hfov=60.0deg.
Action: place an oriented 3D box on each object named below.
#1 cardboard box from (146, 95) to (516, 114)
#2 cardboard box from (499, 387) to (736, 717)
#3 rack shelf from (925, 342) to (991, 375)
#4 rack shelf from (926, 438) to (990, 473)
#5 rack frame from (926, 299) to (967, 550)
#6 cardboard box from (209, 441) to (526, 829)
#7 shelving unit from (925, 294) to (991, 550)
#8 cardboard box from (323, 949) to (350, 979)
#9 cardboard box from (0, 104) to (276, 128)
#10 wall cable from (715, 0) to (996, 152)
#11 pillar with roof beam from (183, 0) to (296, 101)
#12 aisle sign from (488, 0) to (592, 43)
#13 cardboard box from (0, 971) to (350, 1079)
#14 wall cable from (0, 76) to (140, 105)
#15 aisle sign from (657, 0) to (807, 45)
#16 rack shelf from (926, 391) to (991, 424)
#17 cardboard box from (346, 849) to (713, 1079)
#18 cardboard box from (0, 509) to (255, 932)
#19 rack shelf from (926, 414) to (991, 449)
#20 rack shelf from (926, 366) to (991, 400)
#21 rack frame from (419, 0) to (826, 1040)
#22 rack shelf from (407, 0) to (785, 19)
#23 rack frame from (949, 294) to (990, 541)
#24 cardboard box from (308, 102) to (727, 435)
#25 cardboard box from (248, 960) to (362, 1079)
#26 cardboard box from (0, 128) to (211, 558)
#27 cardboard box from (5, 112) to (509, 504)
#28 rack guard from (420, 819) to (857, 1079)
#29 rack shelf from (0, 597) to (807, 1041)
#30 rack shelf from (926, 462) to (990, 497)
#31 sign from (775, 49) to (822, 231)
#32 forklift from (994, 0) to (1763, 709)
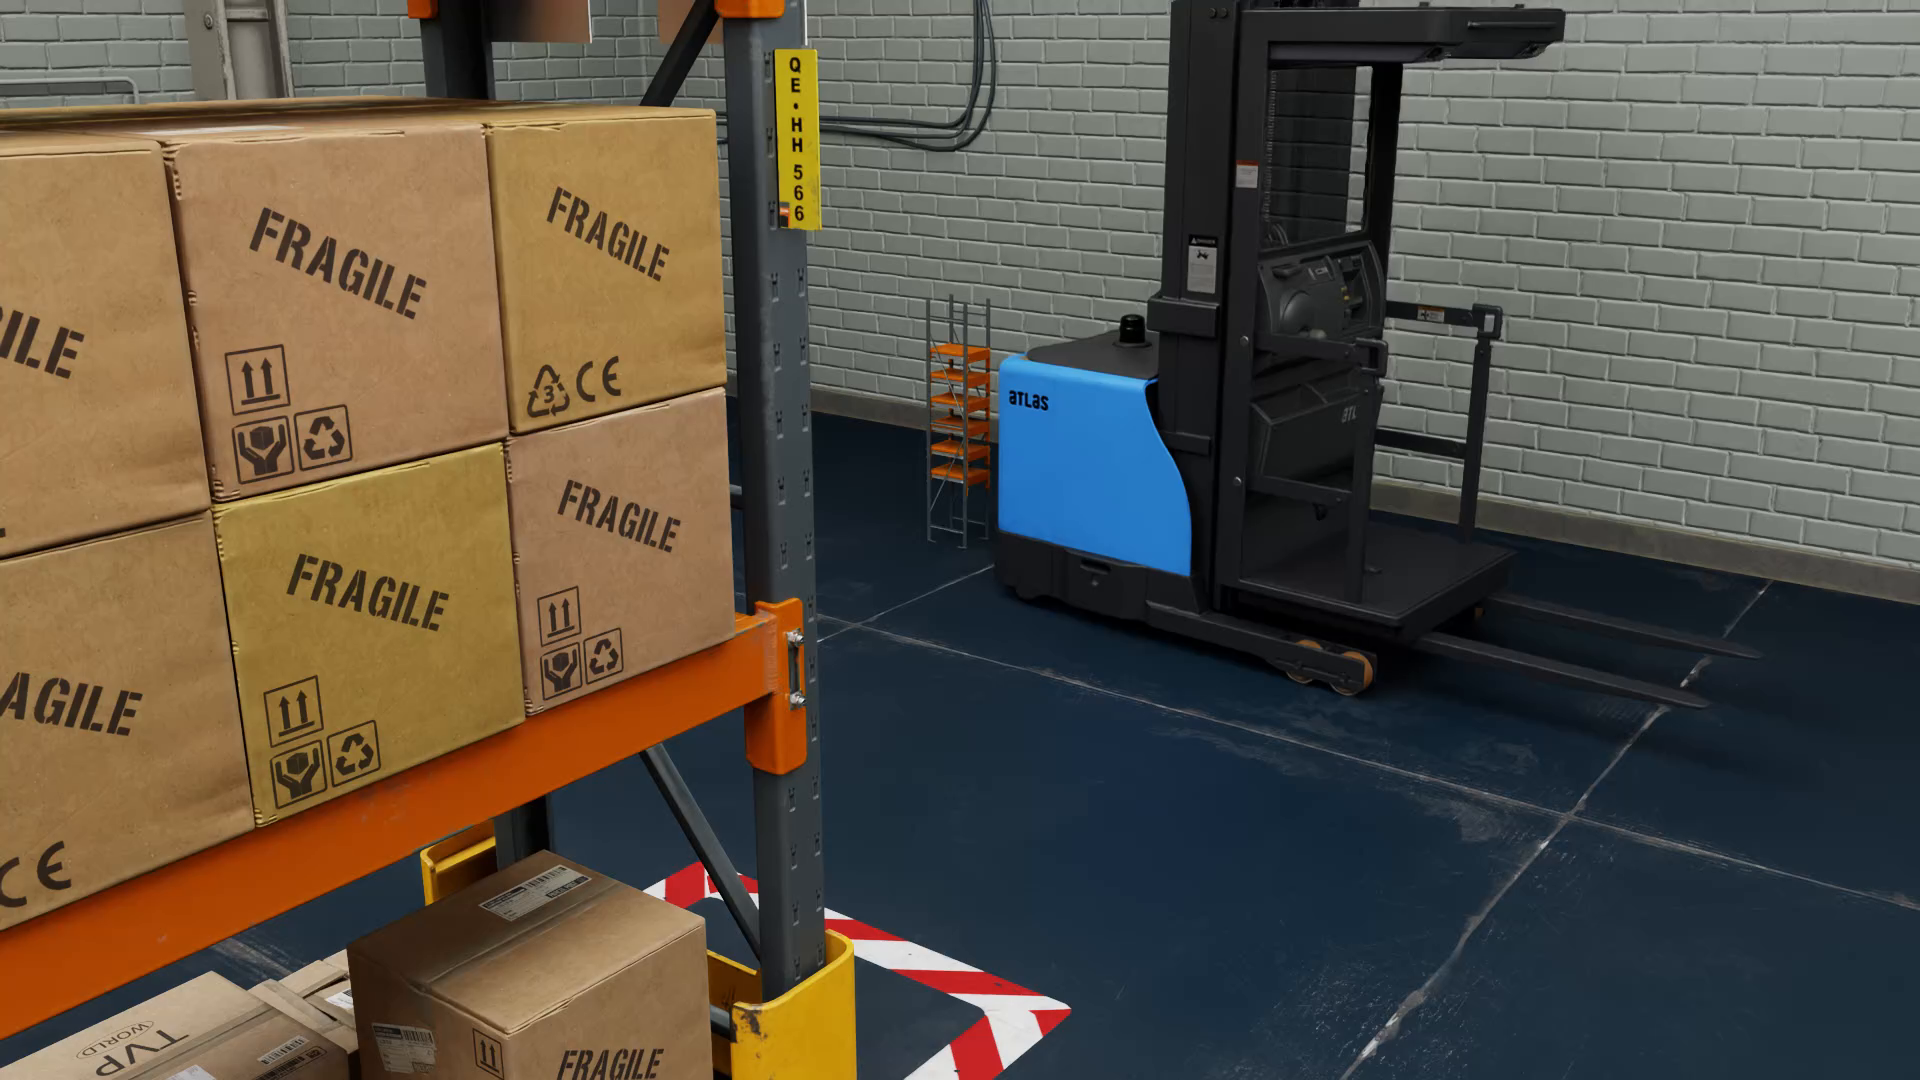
[{"bbox_3d":[-1.210,-0.607,3.286,0.500,0.500,0.500,13,22,36],"label":"cardboard box"},{"bbox_3d":[-0.783,-0.034,3.127,0.500,0.500,0.500,13,22,36],"label":"cardboard box"},{"bbox_3d":[-0.009,-0.871,7.961,0.258,0.103,0.180,12,21,35],"label":"rack shelf"},{"bbox_3d":[-0.009,-0.413,8.103,0.258,0.103,0.180,12,21,35],"label":"rack shelf"},{"bbox_3d":[-0.063,-0.548,7.985,0.240,1.200,0.006,12,21,35],"label":"rack frame"},{"bbox_3d":[-1.089,0.090,2.727,0.500,0.500,0.500,13,21,35],"label":"cardboard box"},{"bbox_3d":[-0.009,-0.570,8.055,0.258,1.200,0.189,12,21,35],"label":"shelving unit"},{"bbox_3d":[-1.260,1.049,3.872,0.380,0.149,0.250,12,21,35],"label":"cardboard box"},{"bbox_3d":[-1.516,-0.481,2.881,0.500,0.500,0.500,13,21,35],"label":"cardboard box"},{"bbox_3d":[-1.058,-3.681,10.161,3.097,2.526,0.112,12,21,35],"label":"wall cable"},{"bbox_3d":[-0.343,-3.916,5.679,9.100,9.000,0.400,12,21,35],"label":"pillar with roof beam"},{"bbox_3d":[-0.930,-1.451,3.474,0.394,0.787,0.004,12,21,35],"label":"aisle sign"},{"bbox_3d":[-1.584,1.161,3.343,0.500,0.250,0.500,12,21,35],"label":"cardboard box"},{"bbox_3d":[-4.712,-1.973,7.825,0.084,1.984,1.851,12,21,35],"label":"wall cable"},{"bbox_3d":[-0.448,-1.345,3.132,0.394,0.787,0.004,12,21,35],"label":"aisle sign"},{"bbox_3d":[-0.009,-0.642,8.032,0.258,0.103,0.180,12,21,35],"label":"rack shelf"},{"bbox_3d":[-0.860,1.016,3.388,0.500,0.500,0.500,12,21,35],"label":"cardboard box"},{"bbox_3d":[-1.391,0.208,2.347,0.500,0.500,0.500,13,21,35],"label":"cardboard box"},{"bbox_3d":[-0.009,-0.527,8.068,0.258,0.103,0.180,12,21,35],"label":"rack shelf"},{"bbox_3d":[-0.009,-0.756,7.997,0.258,0.103,0.180,12,21,35],"label":"rack shelf"},{"bbox_3d":[-0.734,-0.141,3.640,1.000,3.000,0.127,12,21,35],"label":"rack frame"},{"bbox_3d":[-1.926,-0.754,1.768,1.077,0.370,4.000,12,21,35],"label":"rack shelf"},{"bbox_3d":[0.046,-0.591,8.125,0.240,1.200,0.006,12,21,35],"label":"rack frame"},{"bbox_3d":[-0.779,-0.512,2.979,0.500,0.500,0.500,12,21,34],"label":"cardboard box"},{"bbox_3d":[-1.409,1.101,3.677,0.380,0.166,0.250,12,21,35],"label":"cardboard box"},{"bbox_3d":[-1.384,-0.267,2.191,0.500,0.500,0.500,13,22,36],"label":"cardboard box"},{"bbox_3d":[-1.079,-0.391,2.591,0.500,0.500,0.500,13,22,36],"label":"cardboard box"},{"bbox_3d":[-0.780,1.071,3.952,1.175,0.500,0.348,12,21,35],"label":"rack guard"},{"bbox_3d":[-1.926,0.679,2.213,1.077,0.370,4.000,12,21,35],"label":"rack shelf"},{"bbox_3d":[-0.009,-0.298,8.139,0.258,0.103,0.180,12,21,35],"label":"rack shelf"},{"bbox_3d":[-0.301,-0.742,3.090,0.100,0.325,0.005,12,21,35],"label":"sign"},{"bbox_3d":[1.600,-0.983,6.467,3.031,2.935,1.130,14,22,38],"label":"forklift"}]
